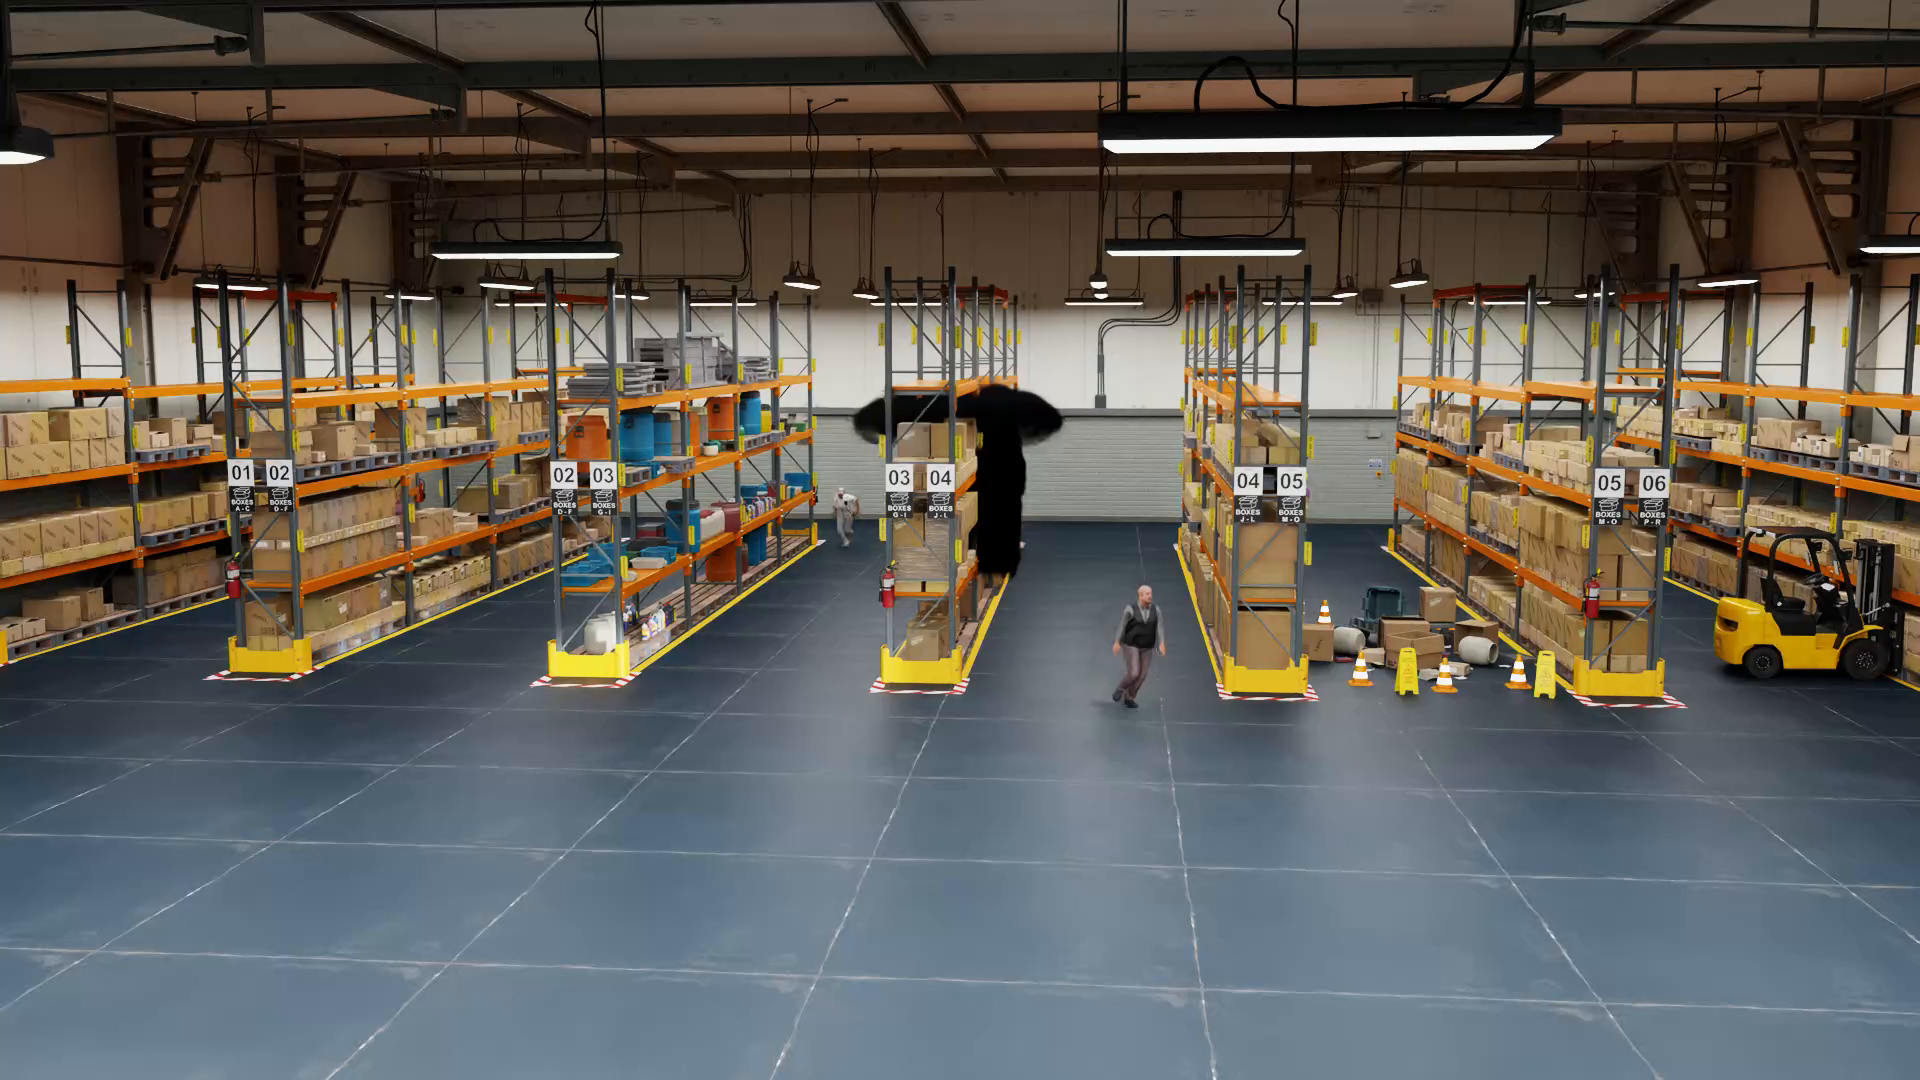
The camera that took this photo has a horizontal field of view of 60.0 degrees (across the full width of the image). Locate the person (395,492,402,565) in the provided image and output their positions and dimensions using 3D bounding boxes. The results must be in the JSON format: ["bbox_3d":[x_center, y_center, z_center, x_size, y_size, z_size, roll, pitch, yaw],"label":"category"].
[{"bbox_3d":[-12.392,-0.283,37.095,0.541,1.604,0.733,1,7,7],"label":"person"}]

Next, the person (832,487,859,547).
[{"bbox_3d":[-2.726,-0.536,39.617,0.622,1.496,0.796,2,7,15],"label":"person"}]

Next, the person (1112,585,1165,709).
[{"bbox_3d":[2.423,1.447,22.459,0.644,1.700,0.570,-3,8,-24],"label":"person"}]
